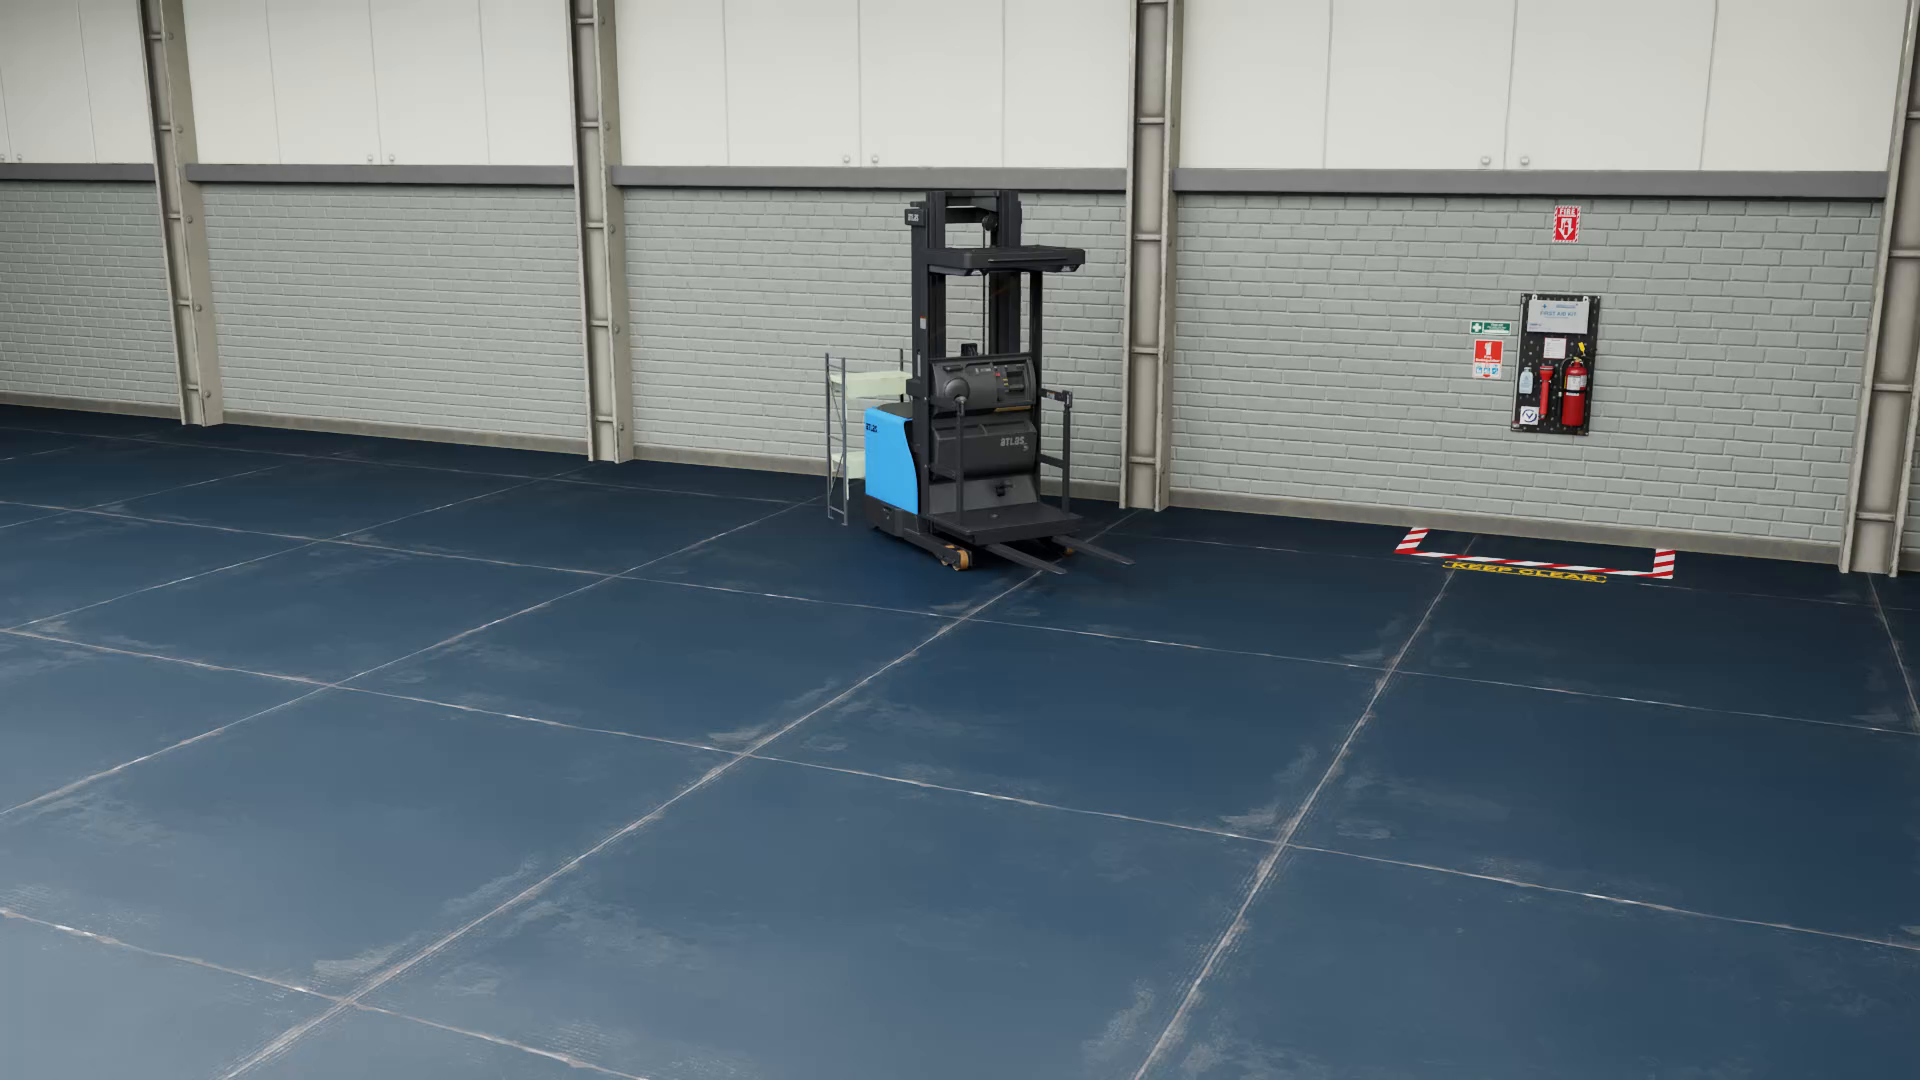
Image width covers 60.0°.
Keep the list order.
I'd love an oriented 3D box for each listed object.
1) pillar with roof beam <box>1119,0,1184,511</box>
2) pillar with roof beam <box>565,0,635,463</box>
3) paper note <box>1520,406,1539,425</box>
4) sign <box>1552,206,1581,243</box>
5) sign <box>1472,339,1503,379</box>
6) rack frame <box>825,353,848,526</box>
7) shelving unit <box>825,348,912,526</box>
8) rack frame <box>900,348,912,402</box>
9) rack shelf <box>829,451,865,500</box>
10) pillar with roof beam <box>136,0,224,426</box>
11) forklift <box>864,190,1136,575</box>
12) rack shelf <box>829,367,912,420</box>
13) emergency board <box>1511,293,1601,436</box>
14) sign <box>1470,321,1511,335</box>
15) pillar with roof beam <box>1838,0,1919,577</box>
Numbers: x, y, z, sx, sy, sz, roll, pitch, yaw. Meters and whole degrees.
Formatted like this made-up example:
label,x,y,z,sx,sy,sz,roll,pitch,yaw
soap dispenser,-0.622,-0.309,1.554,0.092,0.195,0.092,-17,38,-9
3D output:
label,x,y,z,sx,sy,sz,roll,pitch,yaw
pillar with roof beam,-0.016,-3.795,10.730,0.400,9.000,9.100,6,14,23
pillar with roof beam,-5.502,-4.350,13.096,0.400,9.000,9.100,6,14,23
paper note,4.835,-1.057,14.122,0.142,0.148,0.016,6,14,23
sign,5.002,-2.605,13.717,0.199,0.298,0.001,6,14,23
sign,4.506,-1.545,14.196,0.234,0.329,0.001,6,14,23
rack frame,-1.099,-0.896,14.789,0.023,1.500,0.400,-7,15,-27
shelving unit,-0.774,-0.934,14.953,0.755,1.500,0.431,-7,15,-27
rack frame,-0.449,-0.973,15.116,0.023,1.500,0.400,-7,15,-27
rack shelf,-0.774,-0.617,15.027,0.720,0.370,0.431,-7,15,-27
pillar with roof beam,-10.988,-4.906,15.462,0.400,9.000,9.100,6,14,23
forklift,0.304,-1.301,13.382,1.130,2.935,3.031,-7,15,-28
rack shelf,-0.774,-1.314,14.864,0.720,0.370,0.431,-7,15,-27
emergency board,4.969,-1.455,13.890,0.643,1.169,0.194,6,14,23
sign,4.506,-1.801,14.126,0.331,0.109,0.001,6,14,23
pillar with roof beam,5.470,-3.240,8.364,0.400,9.000,9.100,6,14,23
